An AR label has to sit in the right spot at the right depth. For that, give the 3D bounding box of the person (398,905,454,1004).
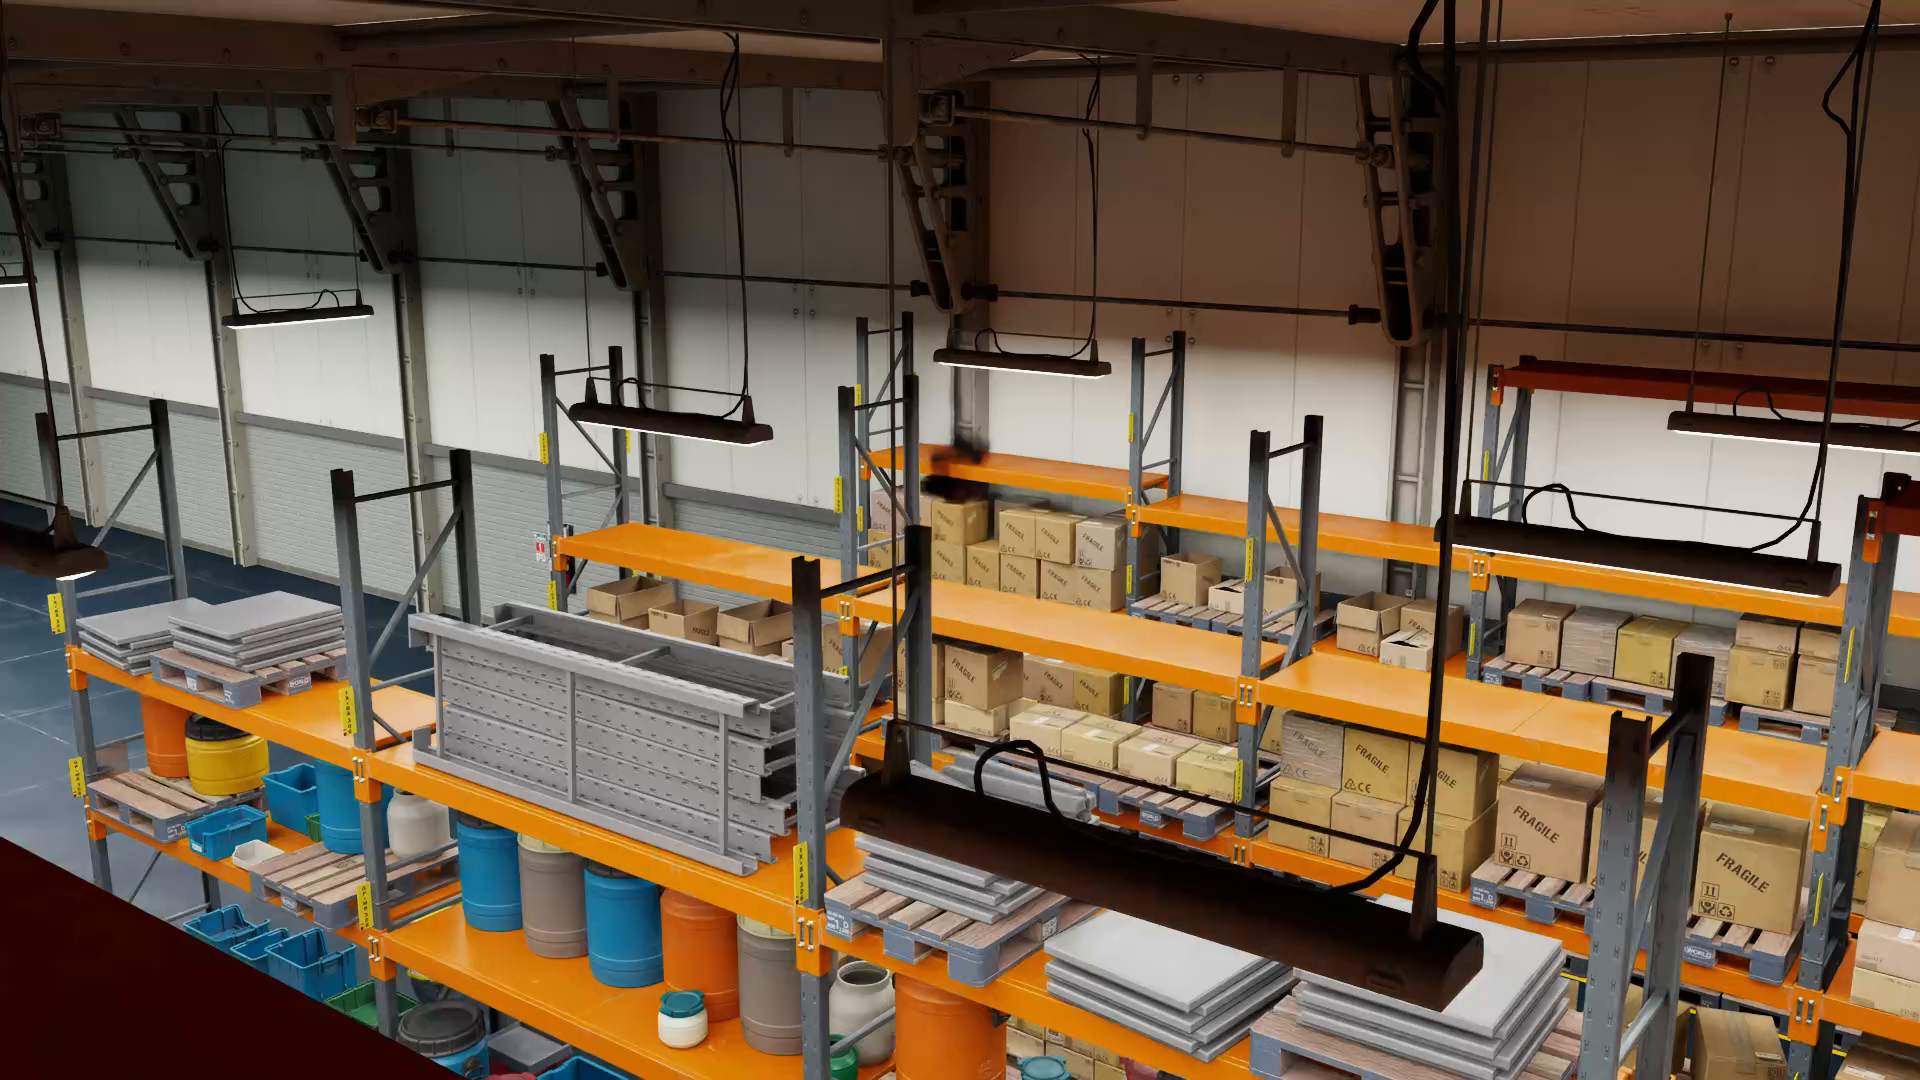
[{"bbox_3d":[-4.772,3.826,14.897,0.621,1.728,0.675,11,17,39],"label":"person"}]
